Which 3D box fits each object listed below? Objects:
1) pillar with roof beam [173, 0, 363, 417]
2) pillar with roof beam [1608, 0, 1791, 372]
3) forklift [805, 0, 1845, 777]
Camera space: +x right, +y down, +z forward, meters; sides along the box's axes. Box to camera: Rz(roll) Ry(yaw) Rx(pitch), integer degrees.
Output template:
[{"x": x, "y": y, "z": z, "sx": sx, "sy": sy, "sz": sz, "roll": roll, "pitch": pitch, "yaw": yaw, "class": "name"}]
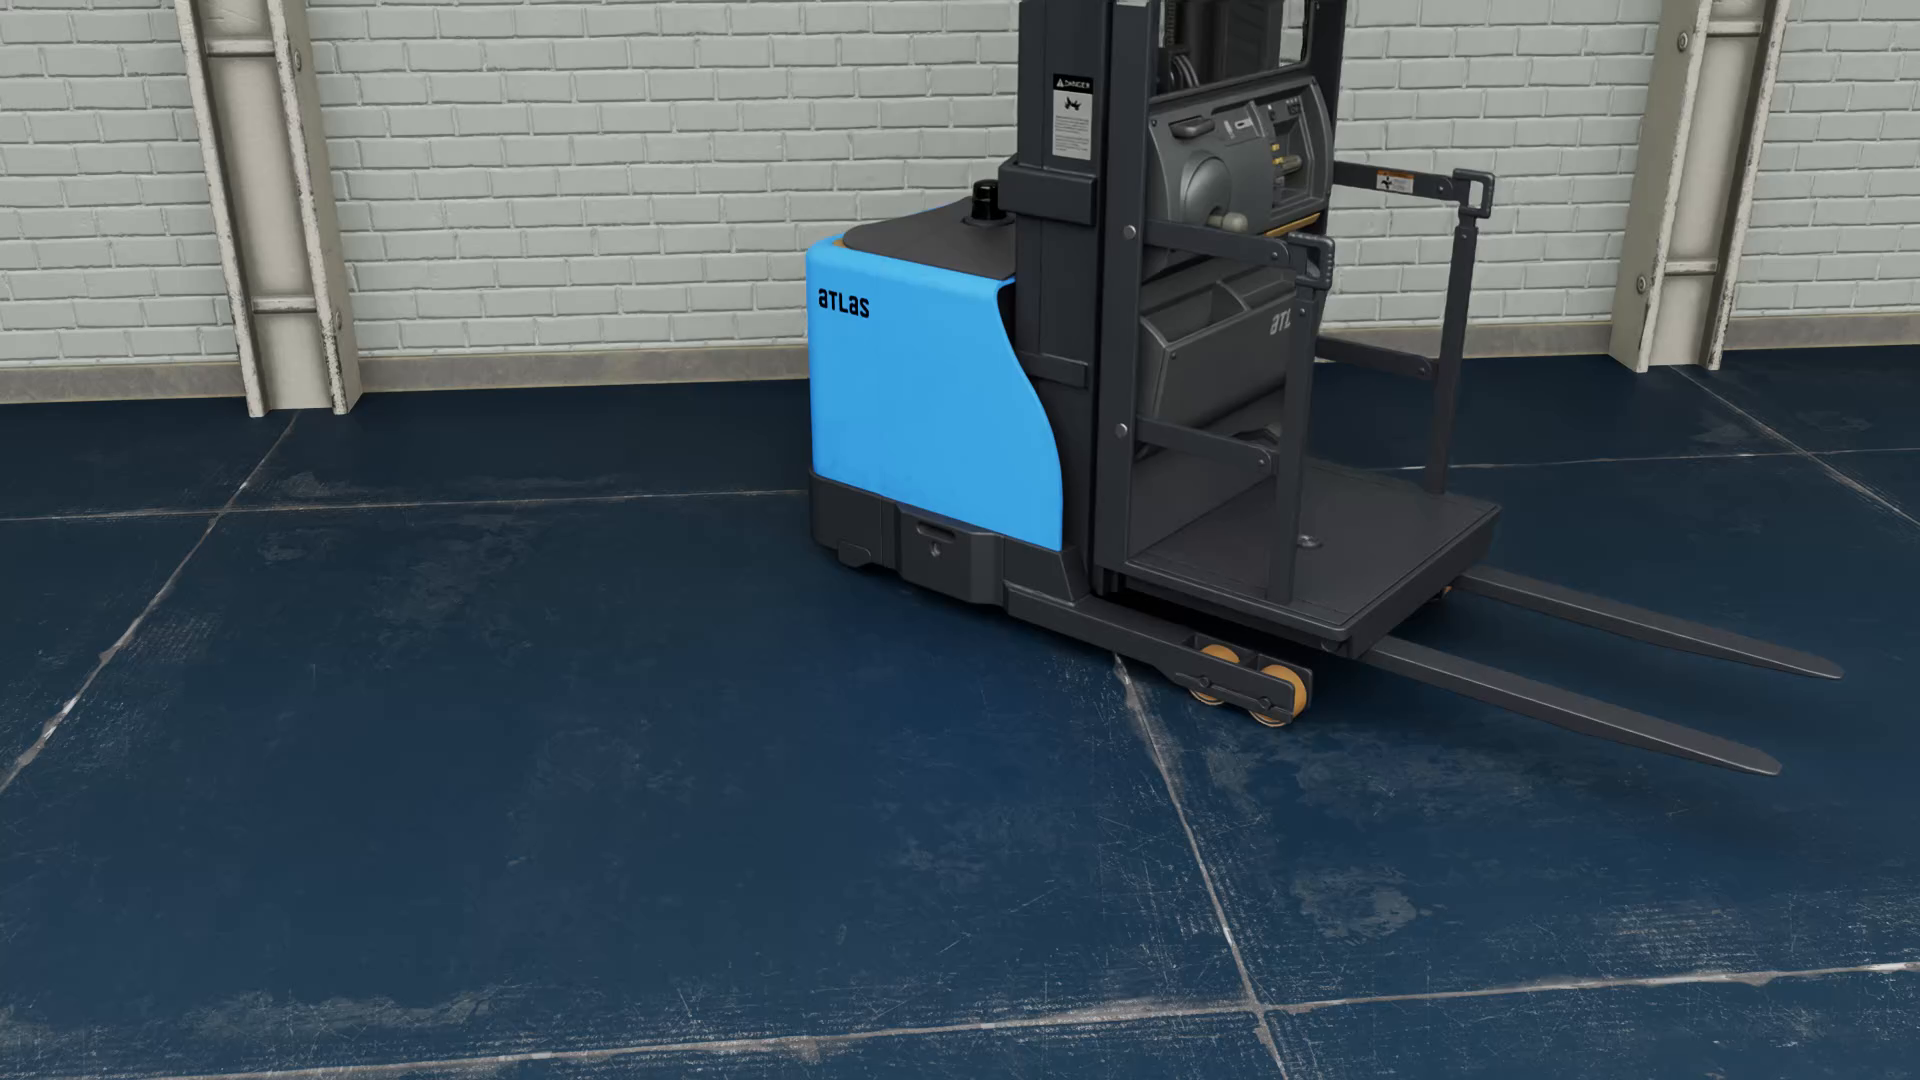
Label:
[{"x": -2.344, "y": -2.953, "z": 1.313, "sx": 0.400, "sy": 9.000, "sz": 9.100, "roll": -2, "pitch": 24, "yaw": -5, "class": "pillar with roof beam"}, {"x": 3.627, "y": -3.192, "z": 1.852, "sx": 0.400, "sy": 9.000, "sz": 9.100, "roll": -2, "pitch": 24, "yaw": -5, "class": "pillar with roof beam"}, {"x": 0.964, "y": -1.067, "z": 4.542, "sx": 3.031, "sy": 2.935, "sz": 1.130, "roll": 18, "pitch": 30, "yaw": 35, "class": "forklift"}]
